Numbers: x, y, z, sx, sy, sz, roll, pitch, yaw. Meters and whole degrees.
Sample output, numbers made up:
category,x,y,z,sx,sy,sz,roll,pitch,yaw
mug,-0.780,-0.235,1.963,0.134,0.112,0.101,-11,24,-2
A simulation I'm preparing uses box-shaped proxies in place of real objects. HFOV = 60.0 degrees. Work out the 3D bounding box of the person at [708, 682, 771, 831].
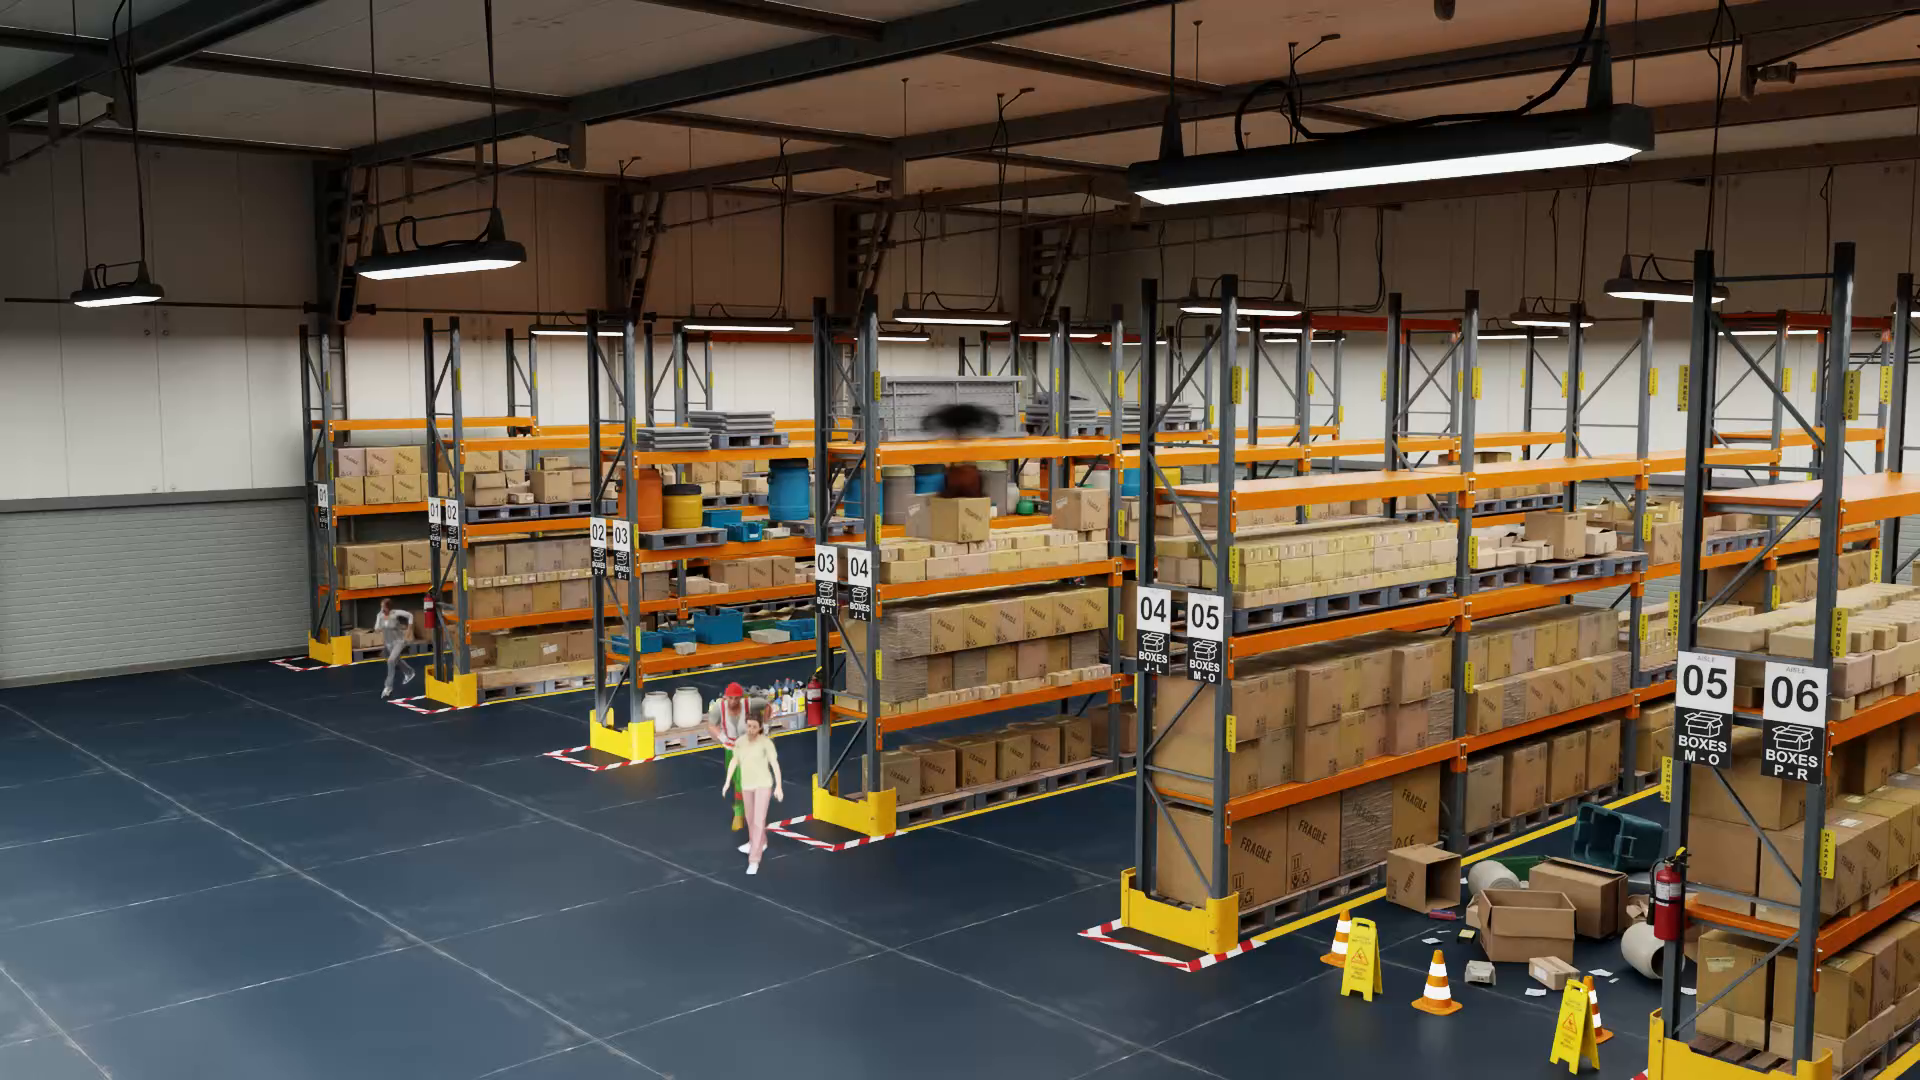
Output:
category,x,y,z,sx,sy,sz,roll,pitch,yaw
person,-2.520,2.426,19.105,0.706,1.725,1.041,0,6,0

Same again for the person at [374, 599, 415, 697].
category,x,y,z,sx,sy,sz,roll,pitch,yaw
person,-9.096,1.694,26.851,0.565,1.578,0.921,1,6,13

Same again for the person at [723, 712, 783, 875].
category,x,y,z,sx,sy,sz,roll,pitch,yaw
person,-2.169,2.596,17.460,0.616,1.625,0.881,2,6,22
